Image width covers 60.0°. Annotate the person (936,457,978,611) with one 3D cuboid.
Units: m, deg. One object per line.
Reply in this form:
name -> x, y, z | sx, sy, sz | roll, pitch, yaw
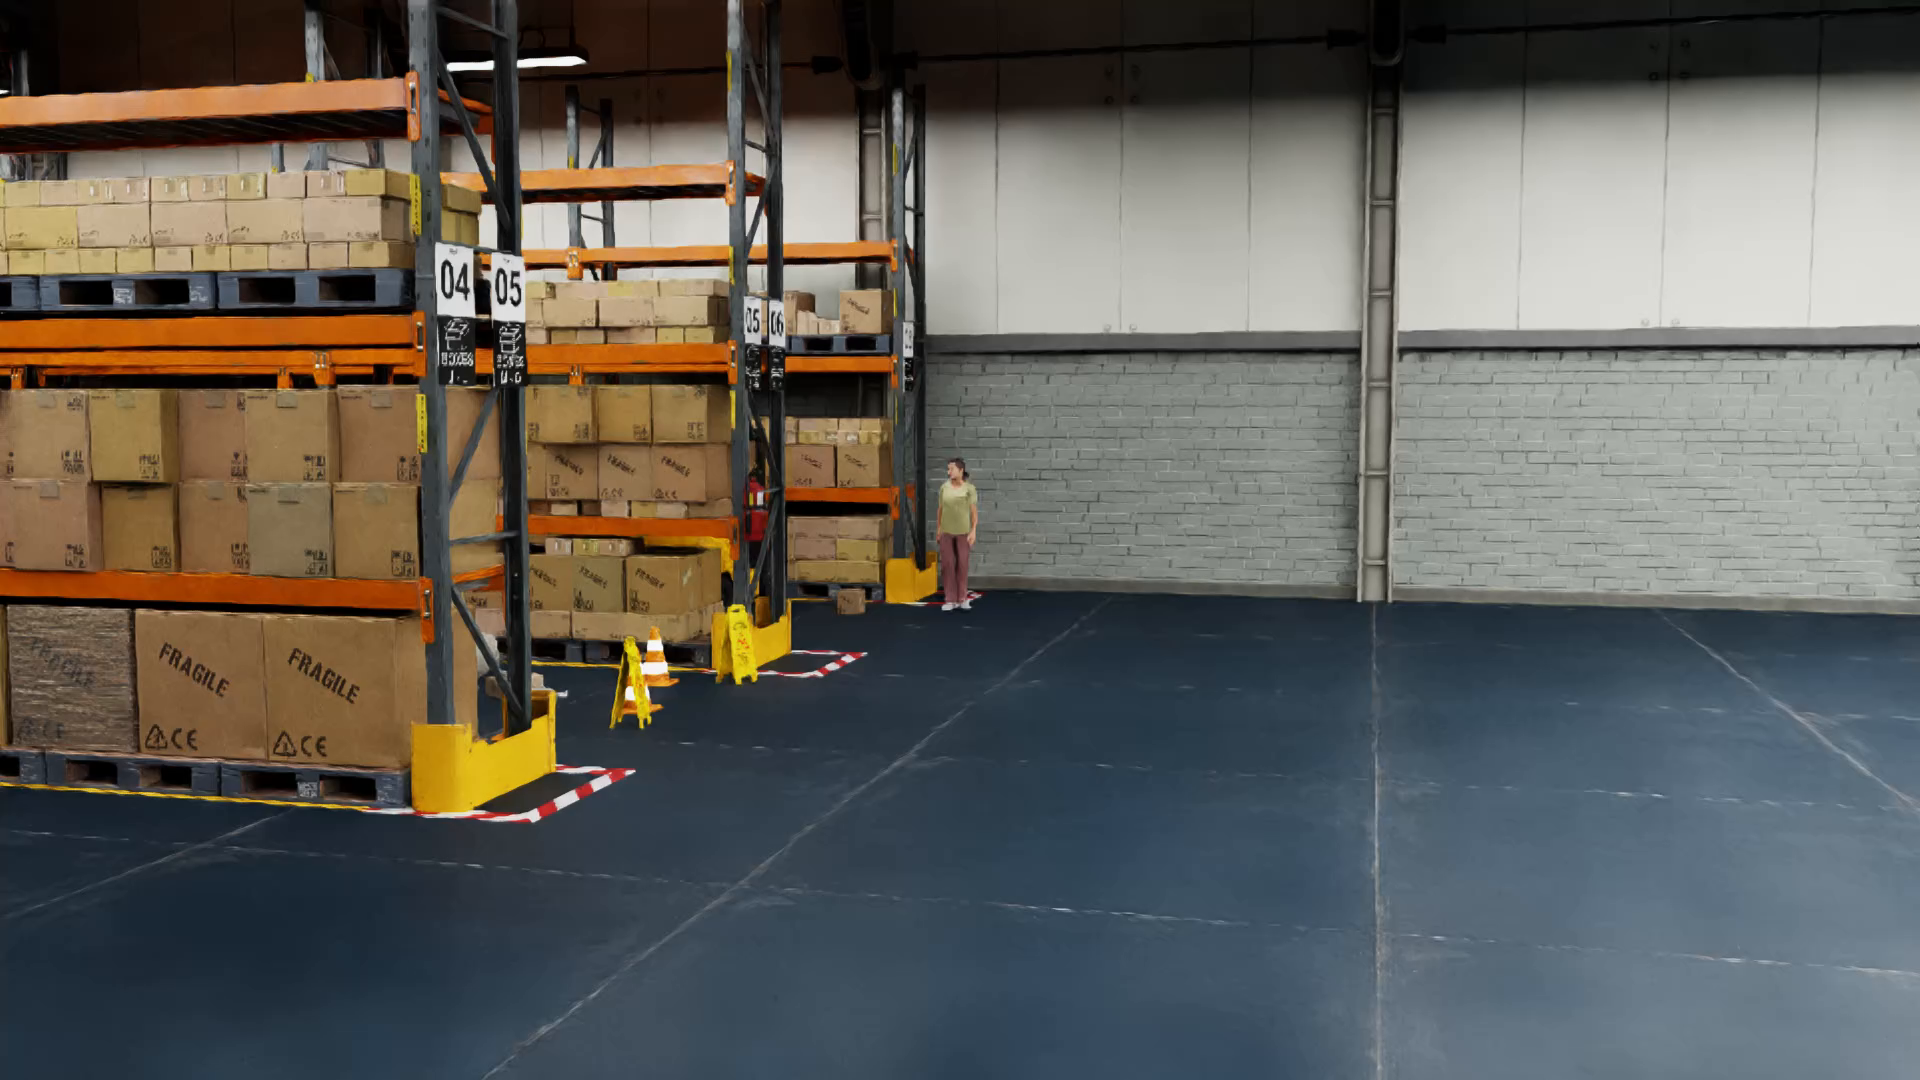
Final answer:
person -> -0.035, -0.067, 18.216 | 0.474, 1.680, 0.355 | 1, 5, 12
